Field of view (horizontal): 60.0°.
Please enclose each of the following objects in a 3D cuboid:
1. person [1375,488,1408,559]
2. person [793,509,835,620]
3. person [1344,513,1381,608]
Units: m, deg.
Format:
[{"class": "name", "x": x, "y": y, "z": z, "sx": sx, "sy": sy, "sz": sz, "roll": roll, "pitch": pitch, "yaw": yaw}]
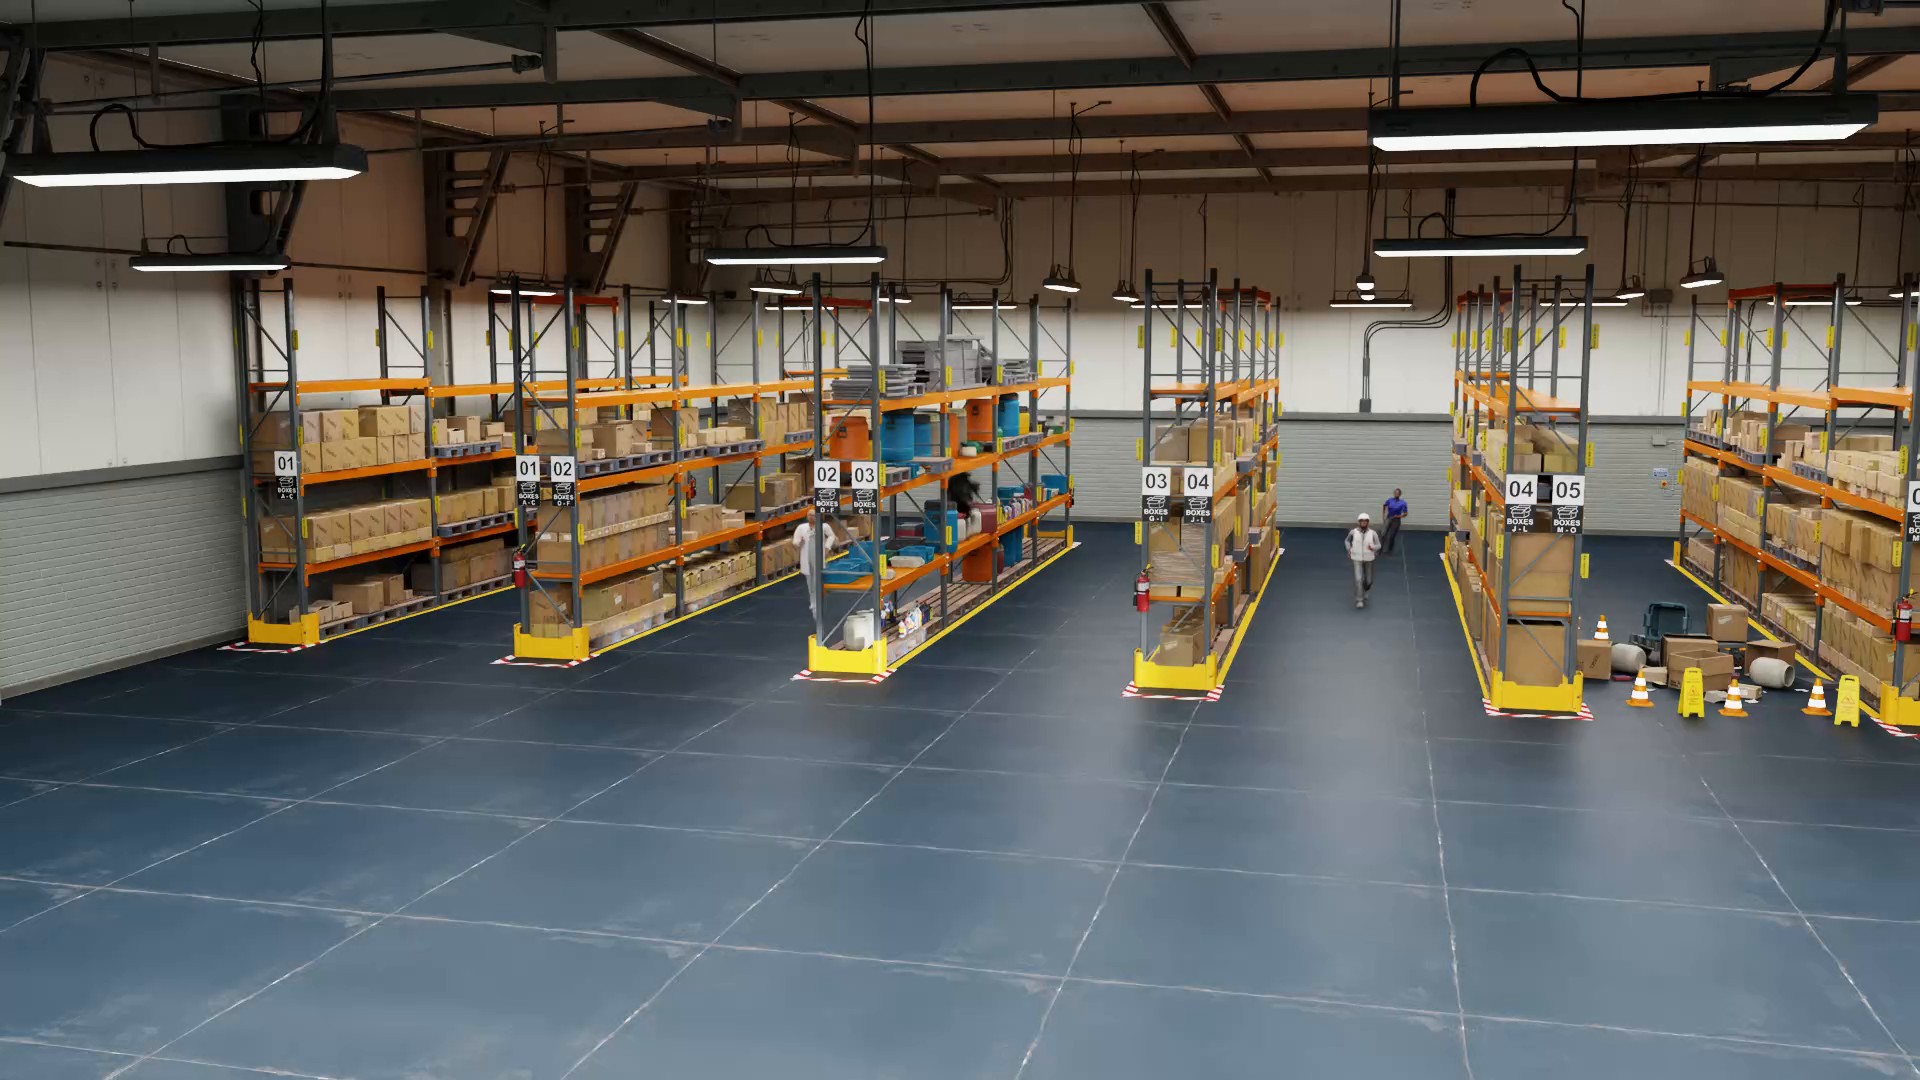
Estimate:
[{"class": "person", "x": 9.999, "y": -0.394, "z": 38.429, "sx": 0.685, "sy": 1.611, "sz": 0.866, "roll": 4, "pitch": 8, "yaw": 28}, {"class": "person", "x": -2.548, "y": 0.405, "z": 28.761, "sx": 0.690, "sy": 1.895, "sz": 0.792, "roll": 1, "pitch": 7, "yaw": 8}, {"class": "person", "x": 7.596, "y": 0.367, "z": 31.386, "sx": 0.667, "sy": 1.750, "sz": 0.915, "roll": 1, "pitch": 7, "yaw": 10}]
